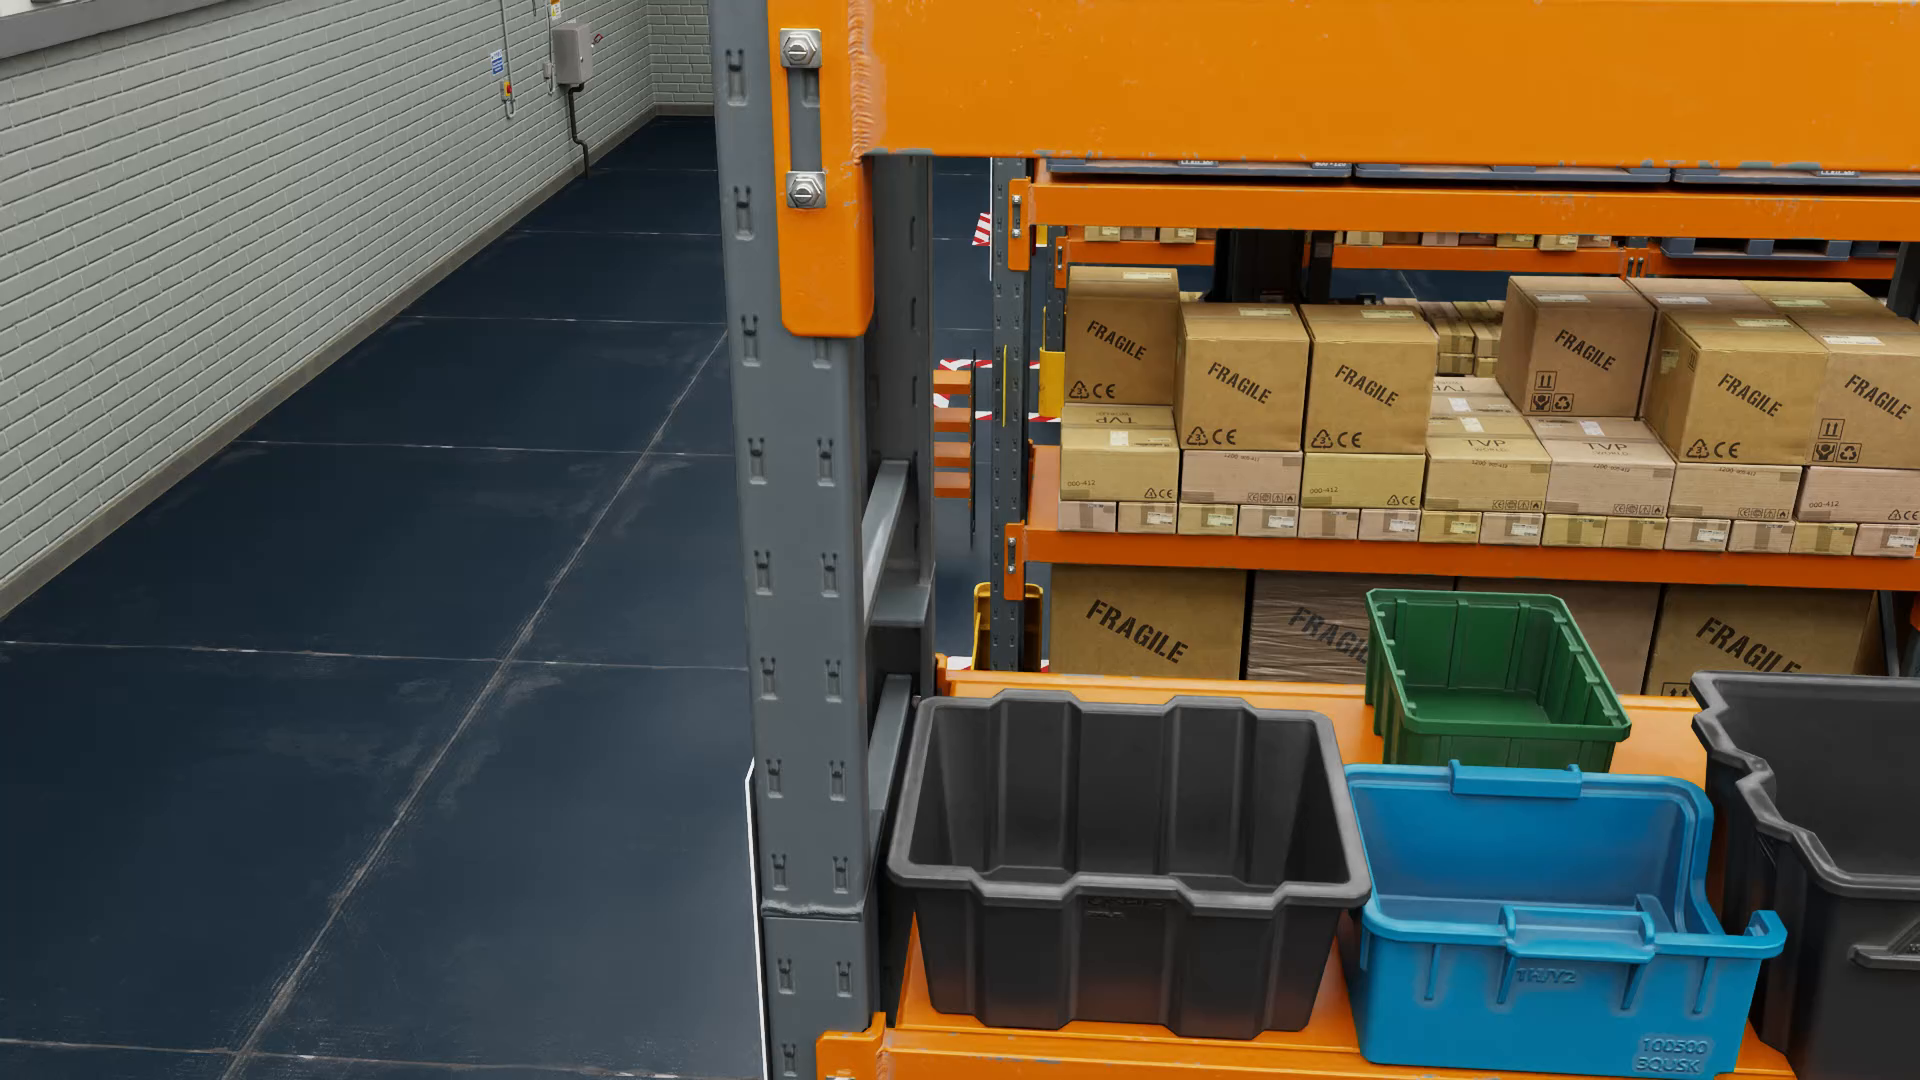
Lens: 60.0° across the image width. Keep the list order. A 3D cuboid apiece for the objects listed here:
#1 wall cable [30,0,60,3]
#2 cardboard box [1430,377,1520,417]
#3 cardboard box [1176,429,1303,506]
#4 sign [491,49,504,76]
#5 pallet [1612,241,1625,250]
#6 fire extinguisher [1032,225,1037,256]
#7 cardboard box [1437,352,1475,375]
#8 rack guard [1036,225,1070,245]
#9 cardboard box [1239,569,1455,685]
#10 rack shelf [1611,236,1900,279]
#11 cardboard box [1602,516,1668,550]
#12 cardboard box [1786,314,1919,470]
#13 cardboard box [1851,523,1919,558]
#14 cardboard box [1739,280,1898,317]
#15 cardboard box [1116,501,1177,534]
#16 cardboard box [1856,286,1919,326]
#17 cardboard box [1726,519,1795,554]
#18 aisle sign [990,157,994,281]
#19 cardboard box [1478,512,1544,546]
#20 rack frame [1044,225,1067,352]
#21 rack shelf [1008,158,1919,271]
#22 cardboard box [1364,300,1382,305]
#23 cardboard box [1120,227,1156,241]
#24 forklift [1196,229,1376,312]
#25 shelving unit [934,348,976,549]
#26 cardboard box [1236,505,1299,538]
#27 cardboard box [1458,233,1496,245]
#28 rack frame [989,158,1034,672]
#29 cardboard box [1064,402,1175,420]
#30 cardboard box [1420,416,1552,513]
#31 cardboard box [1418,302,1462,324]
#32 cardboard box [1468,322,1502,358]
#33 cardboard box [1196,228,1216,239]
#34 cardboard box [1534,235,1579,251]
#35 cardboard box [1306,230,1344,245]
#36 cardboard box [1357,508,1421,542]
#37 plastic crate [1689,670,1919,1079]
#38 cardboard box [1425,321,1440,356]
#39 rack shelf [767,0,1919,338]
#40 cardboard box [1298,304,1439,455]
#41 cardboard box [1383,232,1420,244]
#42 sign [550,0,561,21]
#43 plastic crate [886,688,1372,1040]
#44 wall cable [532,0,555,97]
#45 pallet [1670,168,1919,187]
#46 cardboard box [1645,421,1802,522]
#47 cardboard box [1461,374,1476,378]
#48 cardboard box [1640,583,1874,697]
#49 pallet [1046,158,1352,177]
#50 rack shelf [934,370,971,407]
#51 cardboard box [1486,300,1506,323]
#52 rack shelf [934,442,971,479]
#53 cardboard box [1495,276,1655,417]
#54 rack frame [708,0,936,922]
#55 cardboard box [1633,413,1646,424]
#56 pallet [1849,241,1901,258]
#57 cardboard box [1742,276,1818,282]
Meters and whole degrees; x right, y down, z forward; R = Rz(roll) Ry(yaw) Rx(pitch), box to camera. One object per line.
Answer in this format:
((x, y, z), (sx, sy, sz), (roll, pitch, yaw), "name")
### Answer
((-5.140, -6.246, 9.209), (0.120, 5.999, 2.277), (2, 25, 4), "wall cable")
((2.271, -0.556, 7.693), (0.500, 0.250, 0.500), (2, 25, 4), "cardboard box")
((1.211, -0.367, 7.282), (0.500, 0.250, 0.500), (2, 25, 3), "cardboard box")
((-4.696, -4.847, 16.872), (0.001, 0.218, 0.327), (2, 25, 4), "sign")
((6.976, -3.146, 16.834), (1.213, 0.211, 1.003), (2, 25, 4), "pallet")
((0.499, -2.501, 12.636), (0.183, 0.674, 0.296), (2, 25, 4), "fire extinguisher")
((3.583, -1.339, 12.125), (0.250, 0.149, 0.380), (2, 25, 4), "cardboard box")
((0.969, -3.437, 17.121), (0.348, 0.500, 1.175), (2, 25, 4), "rack guard")
((1.786, 0.349, 7.942), (0.875, 0.875, 0.875), (2, 25, 4), "cardboard box")
((6.697, -1.987, 11.840), (4.000, 0.370, 1.077), (2, 25, 4), "rack shelf")
((2.867, -0.105, 7.191), (0.250, 0.149, 0.380), (2, 25, 5), "cardboard box")
((3.744, -0.624, 6.945), (0.500, 0.500, 0.500), (3, 25, 6), "cardboard box")
((3.894, -0.072, 7.120), (0.250, 0.149, 0.380), (2, 25, 4), "cardboard box")
((3.765, -0.843, 7.420), (0.500, 0.500, 0.500), (2, 25, 4), "cardboard box")
((0.819, -0.171, 7.333), (0.250, 0.149, 0.380), (1, 25, 3), "cardboard box")
((6.459, -1.605, 11.741), (0.500, 0.250, 0.500), (3, 25, 6), "cardboard box")
((3.381, -0.089, 7.155), (0.250, 0.149, 0.380), (1, 25, 3), "cardboard box")
((0.140, -1.500, 6.811), (0.004, 0.787, 0.394), (2, 25, 4), "aisle sign")
((2.358, -0.122, 7.227), (0.250, 0.149, 0.380), (2, 25, 5), "cardboard box")
((0.715, -2.505, 12.106), (0.127, 3.000, 1.000), (2, 25, 4), "rack frame")
((2.229, -1.413, 7.005), (4.000, 0.370, 1.077), (2, 25, 4), "rack shelf")
((3.062, -1.677, 12.503), (0.250, 0.149, 0.380), (1, 25, 2), "cardboard box")
((1.270, -2.253, 11.859), (0.250, 0.149, 0.380), (3, 25, 6), "cardboard box")
((2.255, -1.417, 9.823), (3.031, 2.935, 1.130), (0, 25, 0), "forklift")
((-0.165, -0.550, 10.011), (0.503, 1.200, 0.258), (2, 25, 4), "shelving unit")
((1.334, -0.155, 7.299), (0.250, 0.149, 0.380), (1, 25, 3), "cardboard box")
((3.622, -2.208, 11.761), (0.250, 0.149, 0.380), (1, 25, 3), "cardboard box")
((0.234, -0.441, 7.621), (0.127, 3.000, 1.000), (2, 25, 4), "rack frame")
((0.738, -0.603, 7.797), (0.500, 0.250, 0.500), (1, 25, 3), "cardboard box")
((2.232, -0.335, 7.212), (0.500, 0.250, 0.500), (1, 25, 3), "cardboard box")
((3.588, -1.661, 12.467), (0.250, 0.149, 0.380), (1, 25, 3), "cardboard box")
((3.822, -1.443, 11.994), (0.250, 0.149, 0.380), (2, 25, 4), "cardboard box")
((1.803, -2.271, 11.898), (0.250, 0.149, 0.380), (3, 25, 6), "cardboard box")
((4.135, -2.138, 11.608), (0.250, 0.149, 0.380), (1, 25, 3), "cardboard box")
((2.572, -2.216, 11.777), (0.250, 0.149, 0.380), (3, 25, 6), "cardboard box")
((1.845, -0.138, 7.263), (0.250, 0.149, 0.380), (2, 25, 3), "cardboard box")
((1.357, 0.452, 2.165), (0.767, 0.338, 0.504), (2, 25, 4), "plastic crate")
((3.292, -1.454, 12.018), (0.250, 0.149, 0.380), (1, 25, 1), "cardboard box")
((1.849, -0.530, 1.975), (4.000, 0.370, 1.077), (2, 25, 4), "rack shelf")
((1.708, -0.691, 7.090), (0.500, 0.500, 0.500), (1, 25, 3), "cardboard box")
((3.095, -2.216, 11.779), (0.250, 0.149, 0.380), (1, 25, 3), "cardboard box")
((-4.535, -5.972, 18.652), (0.001, 0.242, 0.339), (2, 25, 4), "sign")
((0.218, 0.448, 2.256), (0.590, 0.269, 0.497), (2, 25, 4), "plastic crate")
((-4.534, -5.795, 18.041), (0.122, 1.984, 0.588), (2, 25, 4), "wall cable")
((3.408, -1.666, 6.801), (1.213, 0.211, 1.003), (2, 25, 4), "pallet")
((3.246, -0.301, 7.139), (0.500, 0.250, 0.500), (3, 25, 6), "cardboard box")
((3.765, -1.168, 12.109), (0.250, 0.149, 0.380), (1, 25, 2), "cardboard box")
((3.571, 0.407, 7.817), (0.875, 0.875, 0.875), (2, 25, 4), "cardboard box")
((0.975, -1.744, 6.970), (1.213, 0.211, 1.003), (2, 25, 4), "pallet")
((-0.165, -0.907, 9.846), (0.480, 0.148, 0.258), (2, 25, 4), "rack shelf")
((4.105, -1.674, 12.496), (0.250, 0.149, 0.380), (3, 25, 7), "cardboard box")
((-0.165, -0.489, 10.039), (0.480, 0.148, 0.258), (2, 25, 4), "rack shelf")
((2.755, -0.877, 7.493), (0.500, 0.500, 0.500), (1, 25, 2), "cardboard box")
((-0.145, -1.102, 1.881), (0.127, 3.000, 1.000), (2, 25, 4), "rack frame")
((3.279, -0.523, 7.621), (0.500, 0.250, 0.500), (2, 25, 4), "cardboard box")
((6.714, -2.209, 11.691), (1.213, 0.211, 1.003), (2, 25, 4), "pallet")
((5.977, -1.833, 12.236), (0.500, 0.250, 0.500), (3, 25, 6), "cardboard box")
